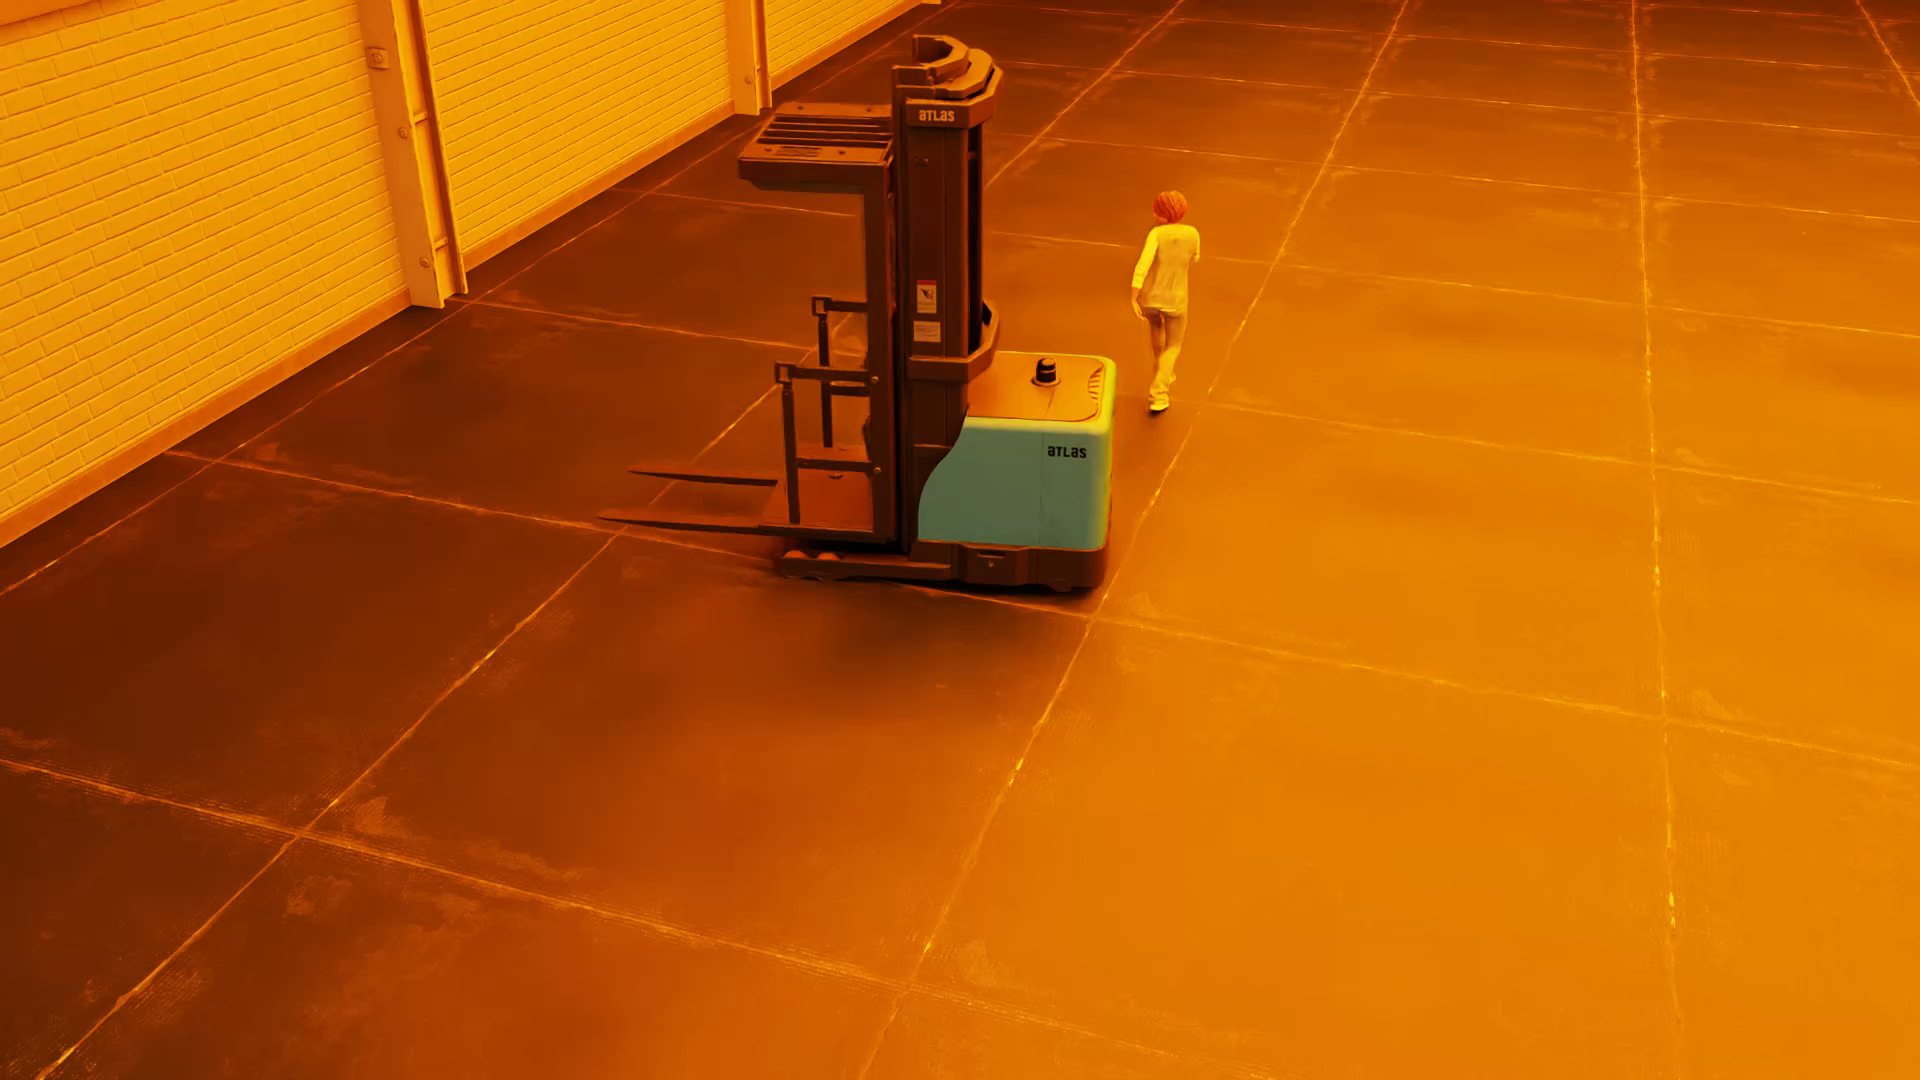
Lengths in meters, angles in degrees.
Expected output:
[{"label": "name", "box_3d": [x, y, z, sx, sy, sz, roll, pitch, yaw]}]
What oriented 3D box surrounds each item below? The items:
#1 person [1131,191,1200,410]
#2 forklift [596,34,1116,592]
[{"label": "person", "box_3d": [1.423, -1.673, 11.541, 0.428, 1.528, 0.838, 5, 30, 9]}, {"label": "forklift", "box_3d": [-0.622, -1.287, 9.394, 3.031, 2.935, 1.130, 4, 30, 6]}]
